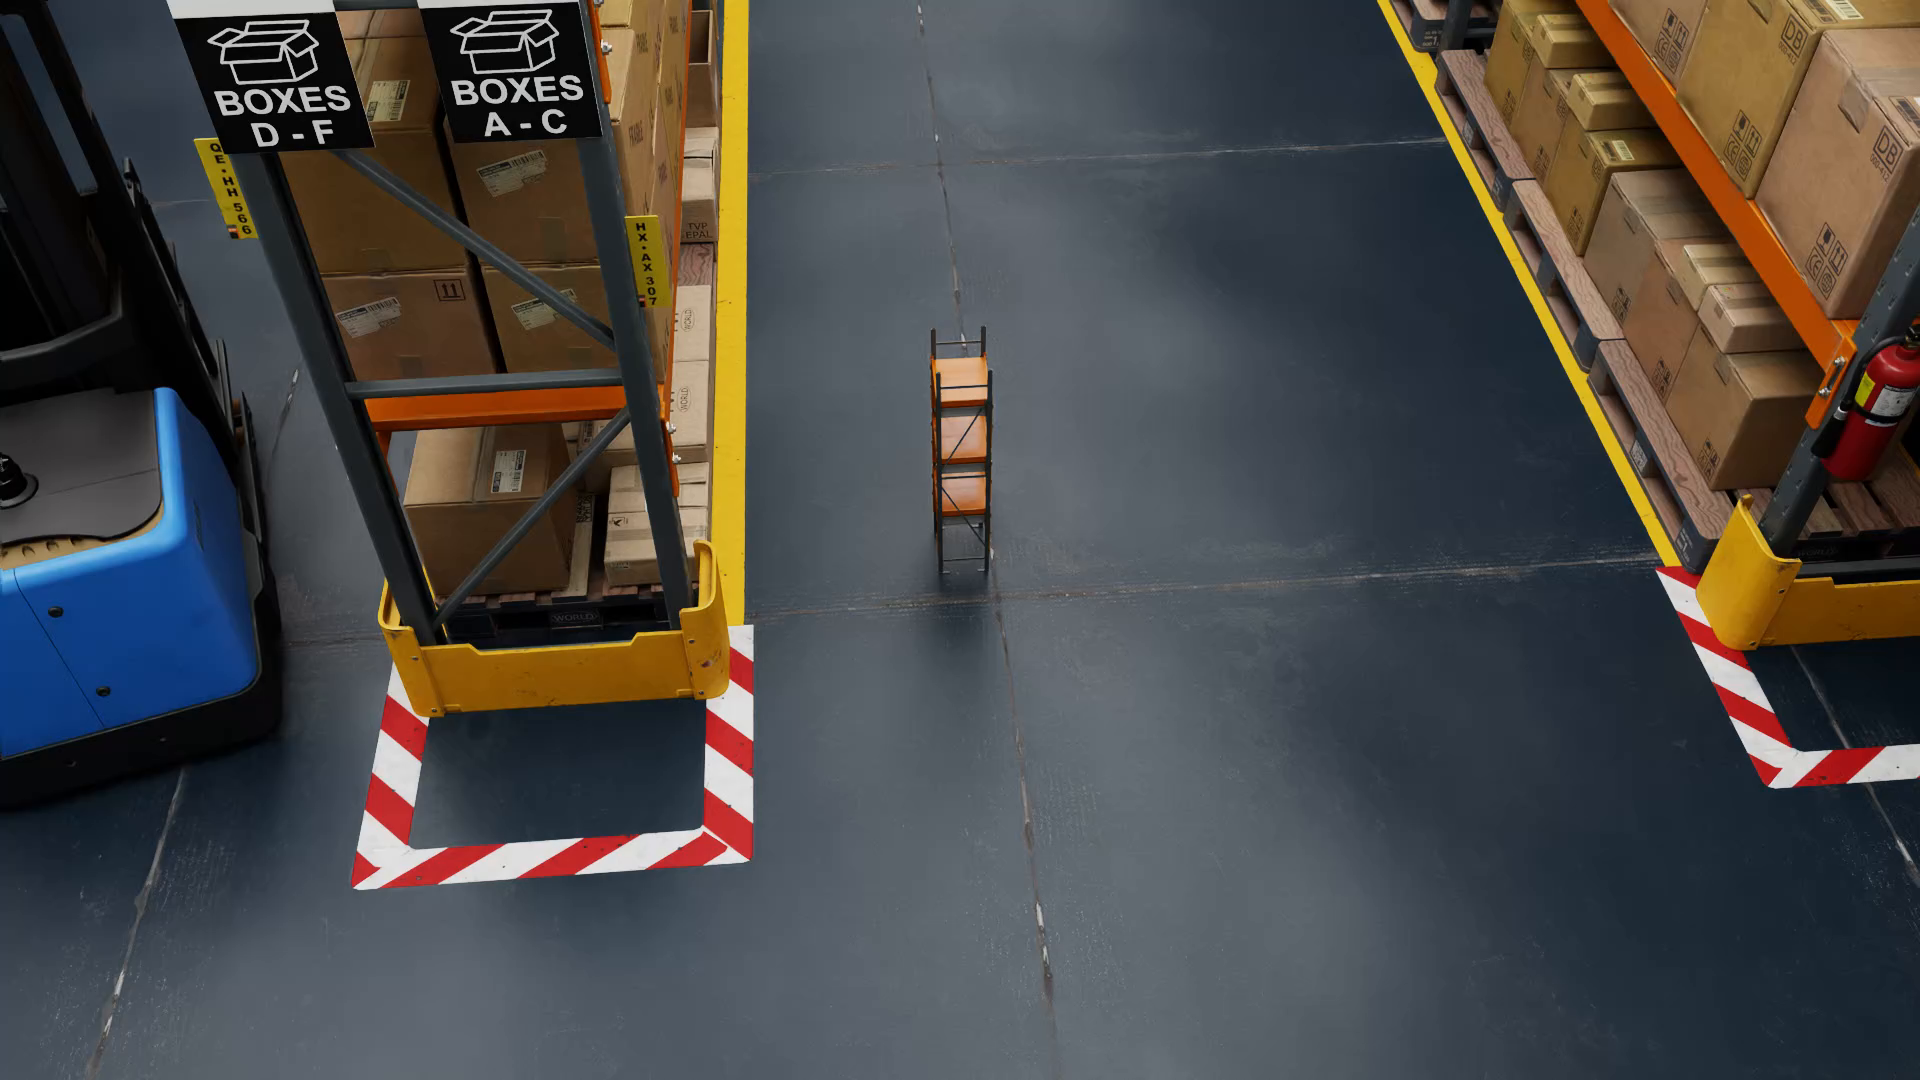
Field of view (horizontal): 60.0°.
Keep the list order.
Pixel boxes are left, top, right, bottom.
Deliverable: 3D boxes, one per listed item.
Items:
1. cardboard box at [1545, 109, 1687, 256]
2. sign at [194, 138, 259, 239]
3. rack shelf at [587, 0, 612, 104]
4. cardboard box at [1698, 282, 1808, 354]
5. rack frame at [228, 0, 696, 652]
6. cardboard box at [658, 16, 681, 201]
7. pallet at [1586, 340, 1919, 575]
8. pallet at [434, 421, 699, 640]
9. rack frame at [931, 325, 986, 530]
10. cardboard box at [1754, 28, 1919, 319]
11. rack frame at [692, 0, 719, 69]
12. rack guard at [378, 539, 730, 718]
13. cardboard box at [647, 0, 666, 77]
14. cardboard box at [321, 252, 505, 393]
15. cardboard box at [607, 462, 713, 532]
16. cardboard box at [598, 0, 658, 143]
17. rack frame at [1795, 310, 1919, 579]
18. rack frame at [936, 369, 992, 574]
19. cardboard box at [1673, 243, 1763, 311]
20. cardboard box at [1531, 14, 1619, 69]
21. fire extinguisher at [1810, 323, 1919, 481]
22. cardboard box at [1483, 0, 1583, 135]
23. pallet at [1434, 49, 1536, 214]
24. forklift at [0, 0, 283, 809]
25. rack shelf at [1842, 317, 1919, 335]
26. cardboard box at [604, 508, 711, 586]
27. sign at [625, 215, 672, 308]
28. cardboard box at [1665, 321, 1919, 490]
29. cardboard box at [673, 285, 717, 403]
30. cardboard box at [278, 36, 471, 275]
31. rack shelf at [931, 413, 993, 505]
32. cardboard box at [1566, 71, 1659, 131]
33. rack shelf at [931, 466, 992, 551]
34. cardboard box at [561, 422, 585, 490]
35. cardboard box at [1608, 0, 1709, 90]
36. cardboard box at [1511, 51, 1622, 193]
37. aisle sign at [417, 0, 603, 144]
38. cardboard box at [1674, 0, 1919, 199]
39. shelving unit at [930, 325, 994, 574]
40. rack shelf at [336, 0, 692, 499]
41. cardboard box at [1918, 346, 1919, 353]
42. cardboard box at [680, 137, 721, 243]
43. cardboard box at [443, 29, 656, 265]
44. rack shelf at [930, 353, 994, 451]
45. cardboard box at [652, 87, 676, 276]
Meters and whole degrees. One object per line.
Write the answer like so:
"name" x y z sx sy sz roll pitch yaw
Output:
"cardboard box" 3.189 -1.679 7.706 0.700 0.500 0.500 -3 47 -2
"sign" -2.007 -0.966 4.584 0.100 0.325 0.005 -3 47 -3
"rack shelf" -1.620 -2.710 5.680 1.077 0.370 4.000 -3 47 -3
"cardboard box" 3.133 -0.872 6.496 0.380 0.149 0.250 -4 47 -4
"rack frame" -1.452 -0.479 5.137 1.000 3.000 0.127 -3 47 -3
"cardboard box" -1.314 -1.586 6.117 0.500 0.500 0.500 -4 47 -3
"pallet" 3.339 -0.397 6.981 1.003 0.211 1.213 -3 47 -3
"pallet" -1.526 -0.151 6.748 1.003 0.211 1.213 -3 47 -3
"rack frame" -0.006 -0.411 6.416 0.200 1.050 0.008 -3 47 -3
"cardboard box" 3.431 -1.254 5.665 0.980 0.700 0.700 -2 47 -1
"rack frame" -1.787 -3.373 7.878 1.000 3.000 0.127 -3 47 -3
"rack guard" -1.459 0.326 6.097 1.175 0.500 0.348 -3 47 -3
"cardboard box" -1.315 -1.934 5.758 0.500 0.500 0.500 -3 47 -3
"cardboard box" -1.761 -0.820 5.392 0.500 0.500 0.500 -2 47 -2
"cardboard box" -1.166 -0.160 6.484 0.380 0.166 0.250 -3 47 -3
"cardboard box" -1.278 -1.572 5.415 0.500 0.500 0.500 -3 47 -3
"rack frame" 3.480 -0.782 5.425 0.949 2.616 0.053 -3 47 -3
"rack frame" 0.015 -0.234 6.249 0.200 1.050 0.008 -3 47 -3
"cardboard box" 3.111 -1.057 6.671 0.380 0.149 0.250 -2 47 -2
"cardboard box" 2.956 -2.378 7.922 0.380 0.149 0.250 -2 47 -2
"fire extinguisher" 3.036 -0.490 5.459 0.296 0.674 0.183 -3 47 -3
"cardboard box" 3.109 -2.414 8.403 0.700 0.500 0.500 -3 47 -3
"pallet" 3.134 -2.163 8.653 1.003 0.211 1.213 -3 47 -3
"forklift" -3.474 -1.162 5.831 1.130 2.935 3.031 -16 49 -14
"rack shelf" 3.316 -2.049 6.986 0.919 0.124 3.809 -3 47 -3
"cardboard box" -1.145 0.027 6.319 0.380 0.149 0.250 -3 47 -3
"sign" -0.912 -0.809 4.854 0.100 0.325 0.005 -3 47 -3
"cardboard box" 3.325 -0.568 6.654 0.700 0.500 0.500 -3 47 -3
"cardboard box" -1.299 -0.818 7.050 0.500 0.250 0.500 -3 47 -3
"cardboard box" -1.764 -1.162 5.027 0.500 0.500 0.500 -4 47 -4
"rack shelf" 0.004 -0.315 6.340 0.215 0.259 0.240 -3 47 -3
"cardboard box" 3.000 -2.000 7.564 0.380 0.149 0.250 -5 47 -4
"rack shelf" 0.004 -0.124 6.542 0.215 0.259 0.240 -3 47 -3
"cardboard box" -1.688 -0.332 6.647 0.380 0.166 0.250 -3 47 -3
"cardboard box" 3.304 -2.332 6.686 0.980 0.700 0.700 -6 47 -5
"cardboard box" 3.148 -2.050 8.058 0.700 0.500 0.500 -4 47 -4
"aisle sign" -1.154 -1.341 4.164 0.394 0.787 0.004 -3 47 -3
"cardboard box" 3.359 -1.780 6.163 0.980 0.700 0.700 -4 47 -4
"shelving unit" 0.004 -0.322 6.332 0.215 1.050 0.252 -3 47 -3
"rack shelf" -1.620 -1.678 6.769 1.077 0.370 4.000 -3 47 -3
"cardboard box" 3.535 -0.712 6.344 0.380 0.149 0.250 -3 47 -3
"cardboard box" -1.394 -1.662 7.807 0.500 0.311 0.500 -3 47 -3
"cardboard box" -1.227 -1.194 5.057 0.500 0.500 0.500 -2 47 -2
"rack shelf" 0.004 -0.510 6.134 0.215 0.259 0.240 -3 47 -3
"cardboard box" -1.275 -1.223 5.773 0.500 0.500 0.500 -4 47 -4
